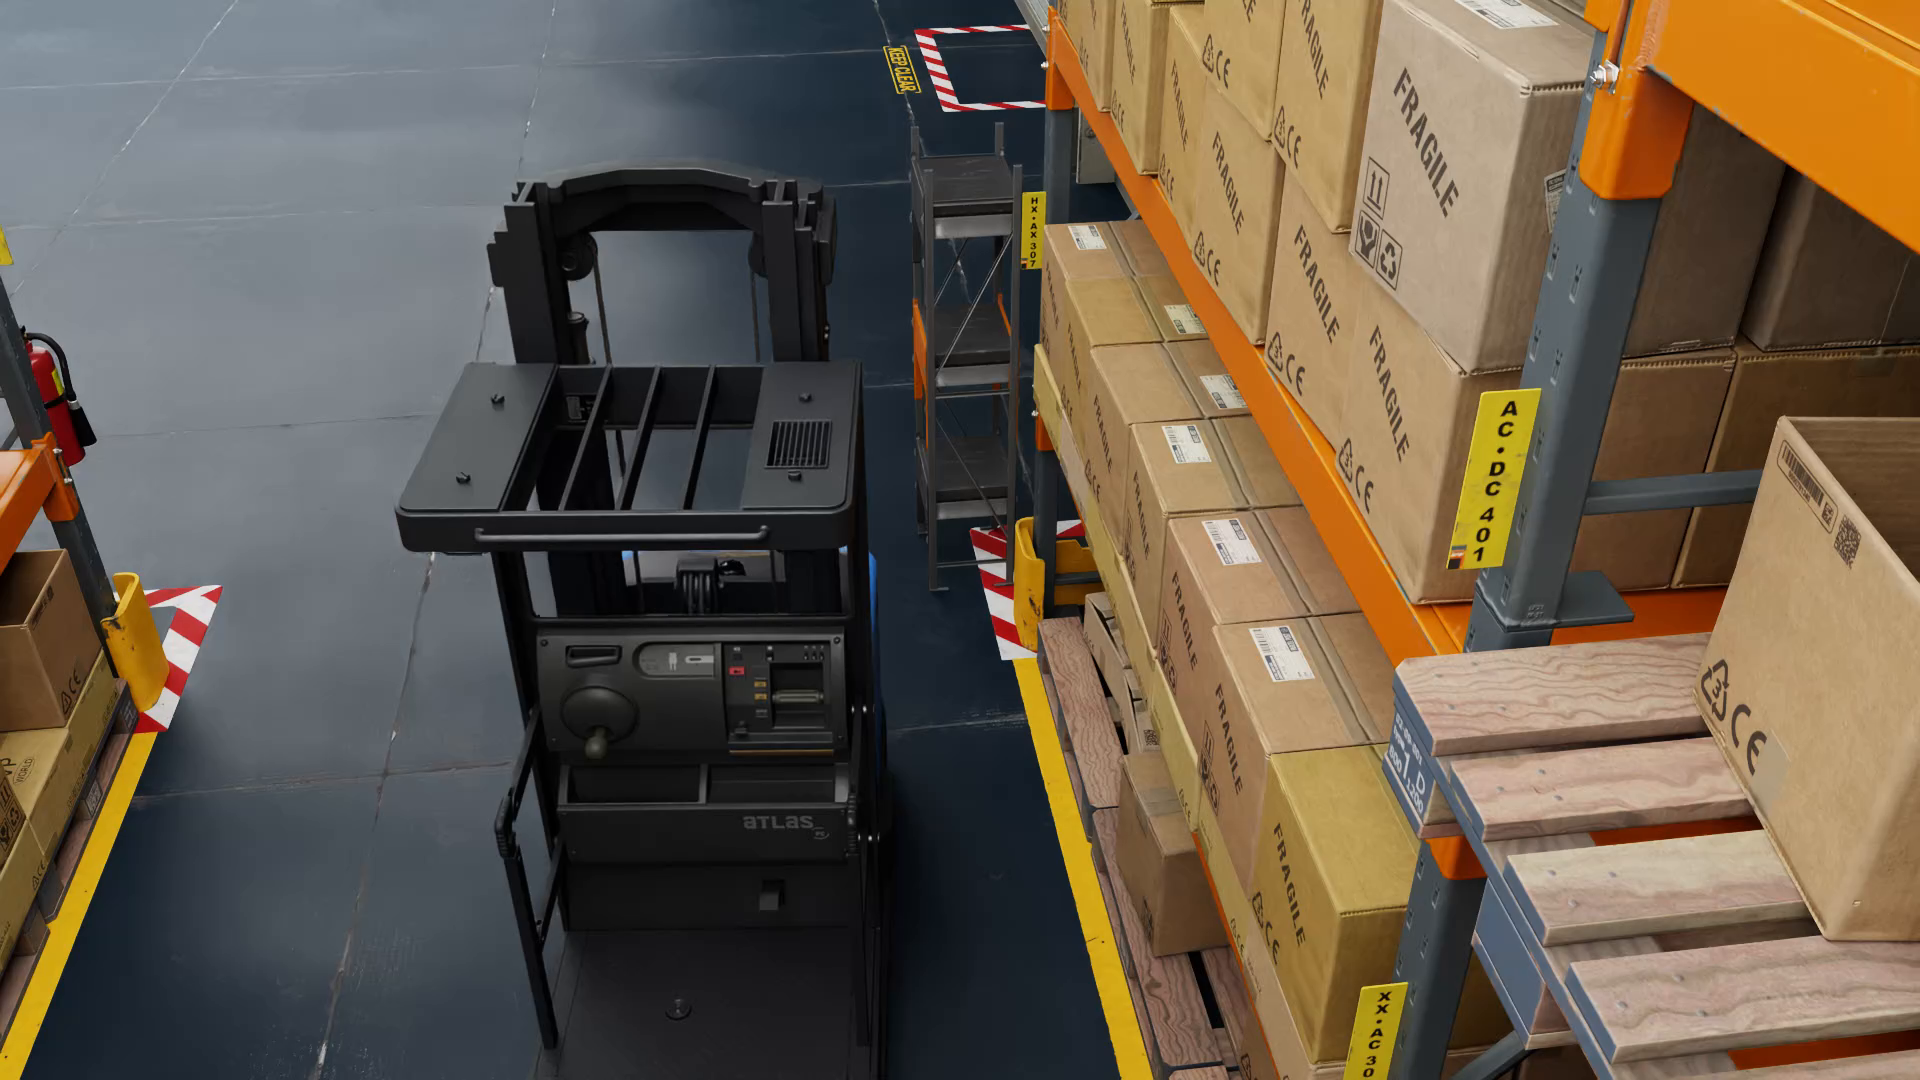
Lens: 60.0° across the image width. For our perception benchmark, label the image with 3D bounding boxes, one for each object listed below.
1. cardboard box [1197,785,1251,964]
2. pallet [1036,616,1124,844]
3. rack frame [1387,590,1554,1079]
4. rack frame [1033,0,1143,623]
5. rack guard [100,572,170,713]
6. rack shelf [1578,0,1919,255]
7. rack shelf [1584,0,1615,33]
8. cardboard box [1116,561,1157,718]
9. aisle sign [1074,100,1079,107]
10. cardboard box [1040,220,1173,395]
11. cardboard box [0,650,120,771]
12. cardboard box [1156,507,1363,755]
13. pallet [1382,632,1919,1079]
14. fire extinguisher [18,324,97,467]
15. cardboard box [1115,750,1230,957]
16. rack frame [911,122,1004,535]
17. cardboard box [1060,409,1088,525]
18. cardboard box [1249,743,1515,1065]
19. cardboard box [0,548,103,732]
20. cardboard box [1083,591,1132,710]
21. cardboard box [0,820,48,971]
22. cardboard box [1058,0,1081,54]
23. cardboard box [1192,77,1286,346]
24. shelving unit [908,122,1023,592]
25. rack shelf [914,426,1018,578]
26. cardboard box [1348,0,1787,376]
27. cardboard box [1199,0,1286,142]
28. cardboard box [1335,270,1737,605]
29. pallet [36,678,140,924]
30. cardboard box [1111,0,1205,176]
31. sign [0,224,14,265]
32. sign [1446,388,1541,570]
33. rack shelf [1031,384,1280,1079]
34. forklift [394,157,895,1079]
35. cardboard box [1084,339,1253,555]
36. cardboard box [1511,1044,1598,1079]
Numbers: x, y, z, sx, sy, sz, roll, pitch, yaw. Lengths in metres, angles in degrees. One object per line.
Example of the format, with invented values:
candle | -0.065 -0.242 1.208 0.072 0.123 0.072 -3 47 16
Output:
cardboard box | 0.948 0.851 4.453 0.500 0.250 0.500 -4 35 -6
pallet | 0.917 0.736 6.982 1.003 0.211 1.213 -4 35 -6
rack frame | 1.371 1.317 3.653 1.000 3.000 0.127 -4 35 -6
rack frame | 0.833 -0.915 6.929 1.000 3.000 0.127 -4 35 -6
rack guard | -4.078 0.482 7.099 1.175 0.500 0.348 -4 35 -6
rack shelf | 1.640 0.417 0.641 1.077 0.370 4.000 -4 35 -6
rack shelf | 1.102 -1.979 3.805 1.077 0.370 4.000 -4 35 -6
cardboard box | 0.796 0.291 5.275 0.500 0.250 0.500 -4 34 -6
aisle sign | 0.526 -2.006 6.222 0.394 0.787 0.004 -4 35 -6
cardboard box | 0.599 -0.882 6.330 0.500 0.500 0.500 -4 35 -6
cardboard box | -3.710 0.702 6.625 0.500 0.250 0.500 -4 35 -6
cardboard box | 0.871 0.261 4.653 0.500 0.500 0.500 -5 35 -8
pallet | 1.348 0.508 2.344 1.213 0.211 1.003 -4 35 -6
fire extinguisher | -3.631 -0.607 6.545 0.296 0.674 0.183 -4 35 -6
cardboard box | 0.963 1.061 5.859 0.700 0.500 0.500 -6 35 -9
rack frame | -0.011 -0.912 7.723 0.400 2.100 0.015 -4 35 -6
cardboard box | 0.668 -0.276 6.107 0.500 0.250 0.500 -5 35 -8
cardboard box | 1.001 0.821 3.831 0.500 0.500 0.500 -4 35 -6
cardboard box | -3.708 0.392 6.414 0.500 0.500 0.500 -4 35 -6
cardboard box | 0.837 0.408 6.985 0.500 0.311 0.500 -8 35 -12
cardboard box | -3.562 1.259 5.807 0.500 0.250 0.500 -4 35 -6
cardboard box | 0.630 -1.998 5.748 0.500 0.500 0.500 -4 34 -5
cardboard box | 0.891 -0.824 4.026 0.500 0.500 0.500 -6 35 -8
shelving unit | 0.022 -0.775 7.523 0.431 2.100 0.503 -4 35 -6
rack shelf | 0.022 -0.186 7.925 0.431 0.518 0.480 -4 35 -6
cardboard box | 1.035 -0.644 2.873 0.500 0.500 0.500 -7 35 -10
cardboard box | 0.870 -1.240 3.747 0.500 0.500 0.500 -6 35 -8
cardboard box | 1.058 -0.236 3.163 0.500 0.500 0.500 -3 34 -5
pallet | -3.931 1.038 6.539 1.003 0.211 1.213 -4 35 -6
cardboard box | 0.741 -1.406 4.880 0.500 0.500 0.500 -3 34 -4
sign | -3.536 -1.147 6.031 0.100 0.325 0.005 -4 35 -6
sign | 0.834 -0.090 2.596 0.100 0.325 0.005 -4 35 -6
rack shelf | 1.102 0.499 5.493 1.077 0.370 4.000 -4 35 -6
forklift | -0.806 0.526 4.875 1.130 2.935 3.031 0 34 -1
cardboard box | 0.719 -0.316 5.500 0.500 0.500 0.500 -5 35 -8
cardboard box | 1.520 1.093 4.098 0.500 0.250 0.500 -4 34 -6
